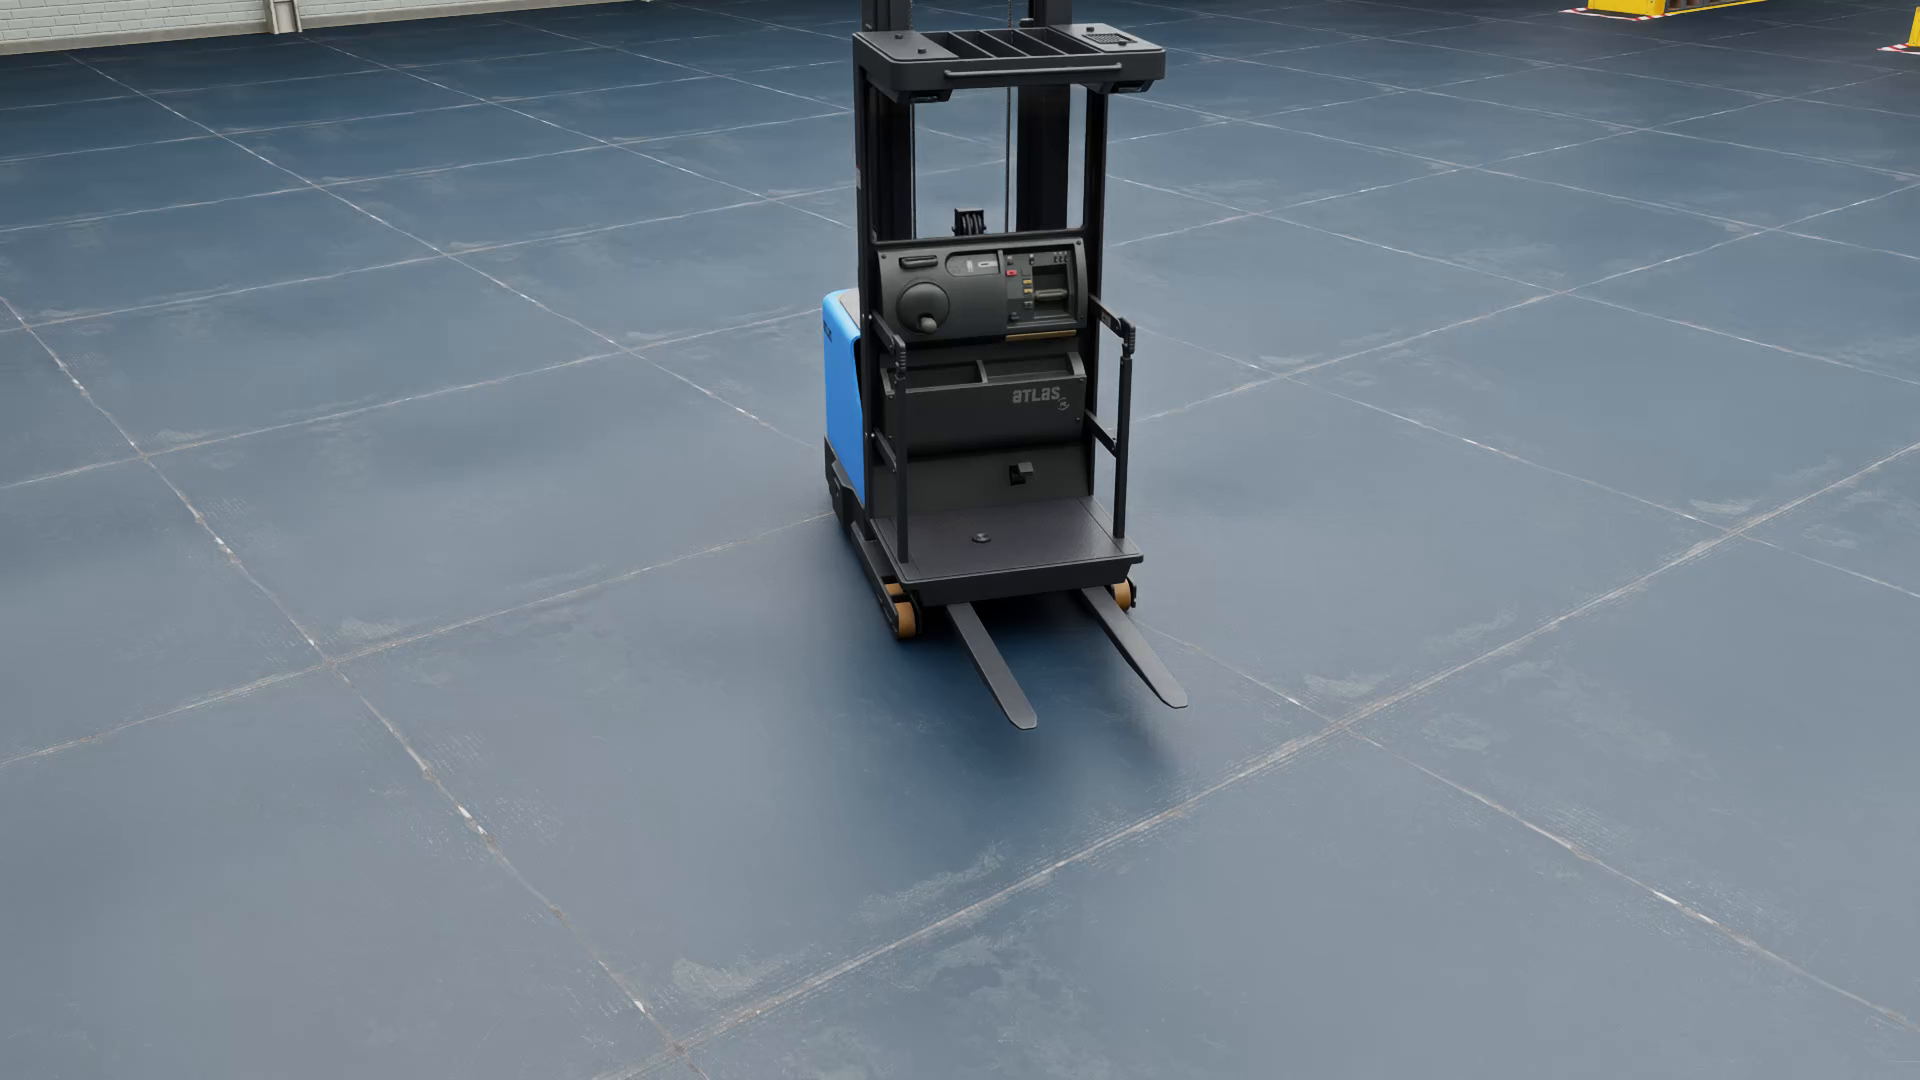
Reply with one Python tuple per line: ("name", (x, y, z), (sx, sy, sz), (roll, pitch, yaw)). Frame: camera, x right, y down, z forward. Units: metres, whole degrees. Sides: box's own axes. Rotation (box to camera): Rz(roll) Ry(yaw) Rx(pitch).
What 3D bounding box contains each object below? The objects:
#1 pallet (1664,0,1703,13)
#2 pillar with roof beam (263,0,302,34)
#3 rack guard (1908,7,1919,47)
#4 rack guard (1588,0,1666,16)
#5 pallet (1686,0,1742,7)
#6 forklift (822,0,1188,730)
("pallet", (11.131, -8.650, 26.636), (1.213, 0.211, 1.003), (-18, 31, -34))
("pillar with roof beam", (-7.147, -10.039, 19.192), (0.400, 9.000, 9.100), (-18, 31, -34))
("rack guard", (13.573, -6.915, 22.556), (0.348, 0.500, 1.175), (-18, 31, -34))
("rack guard", (10.488, -8.571, 26.125), (0.348, 0.500, 1.175), (-18, 31, -34))
("pallet", (12.090, -8.965, 27.315), (1.213, 0.211, 1.003), (-18, 31, -34))
("forklift", (0.161, -1.074, 7.082), (1.130, 2.935, 3.031), (-6, 26, -13))
